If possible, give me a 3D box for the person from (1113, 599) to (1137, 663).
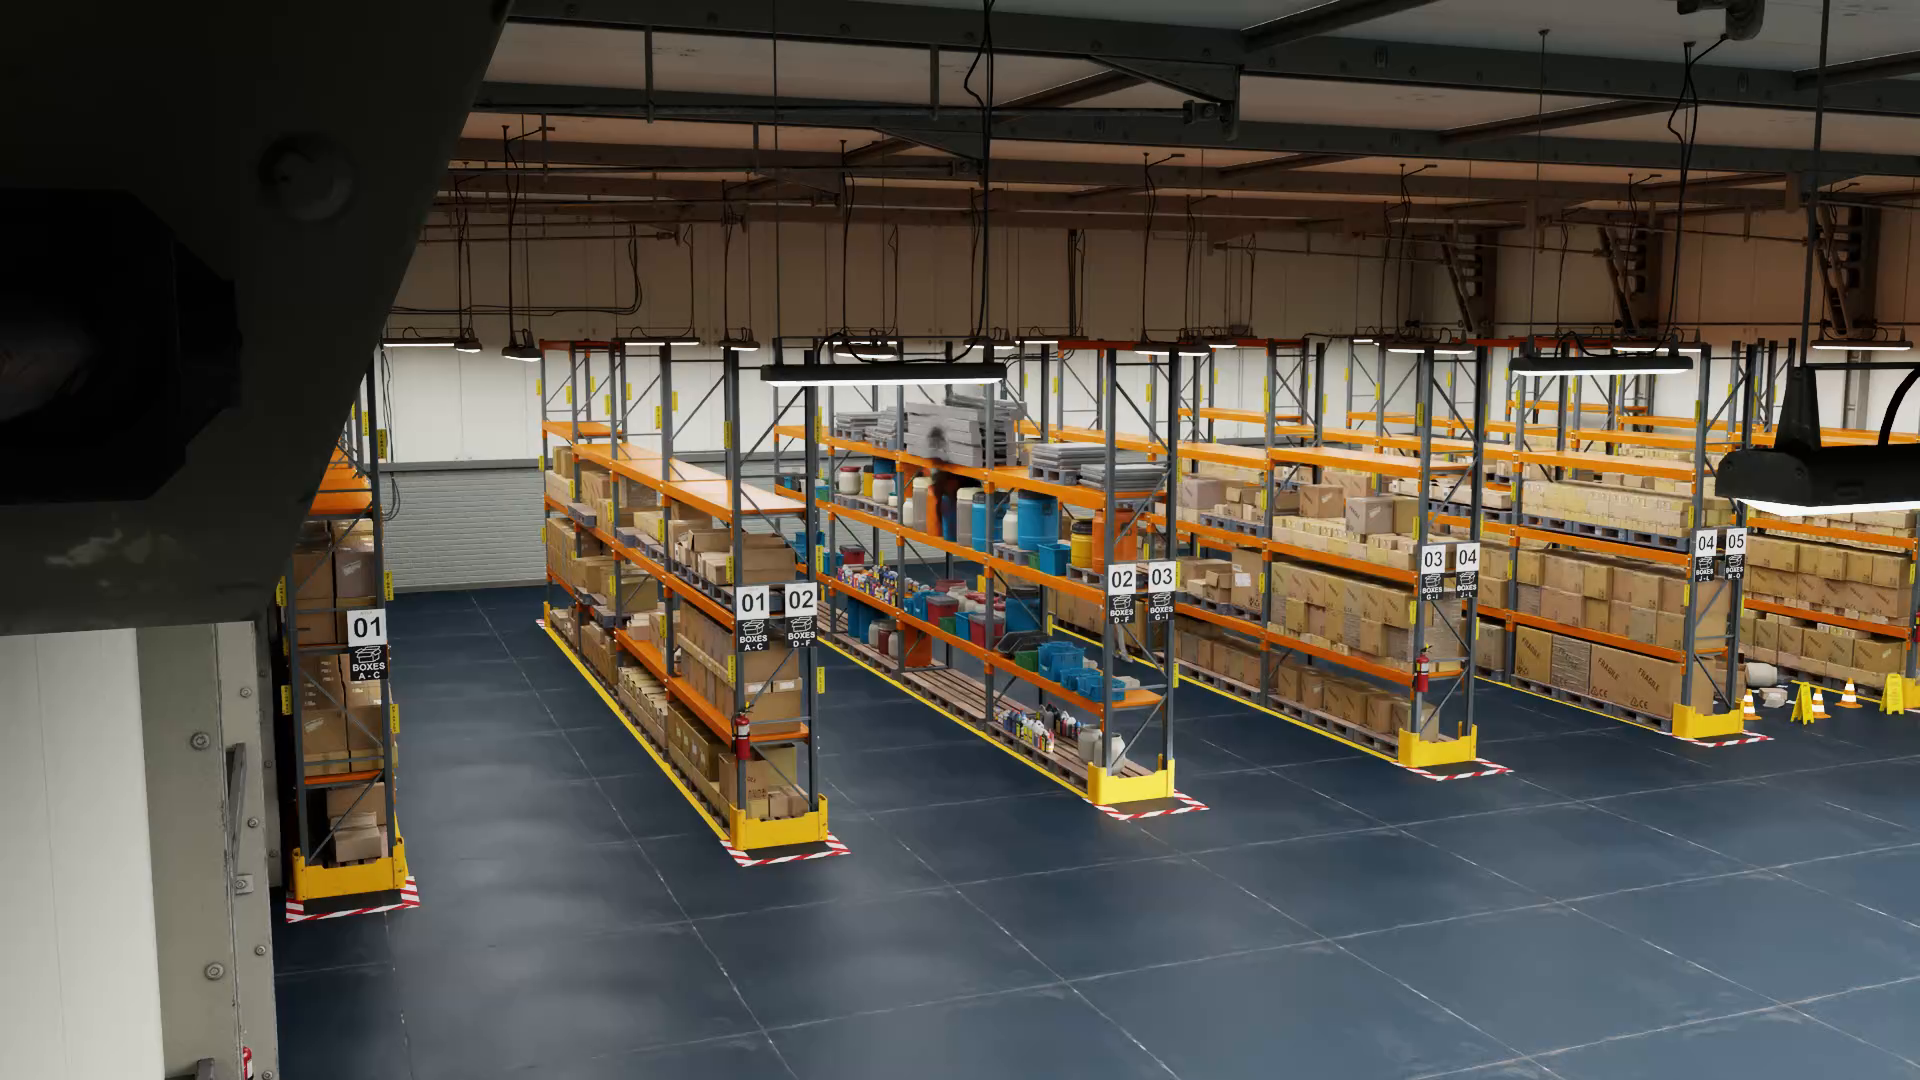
[{"bbox_3d":[2.910,1.317,29.854,0.611,1.731,0.853,-4,8,-26],"label":"person"}]
